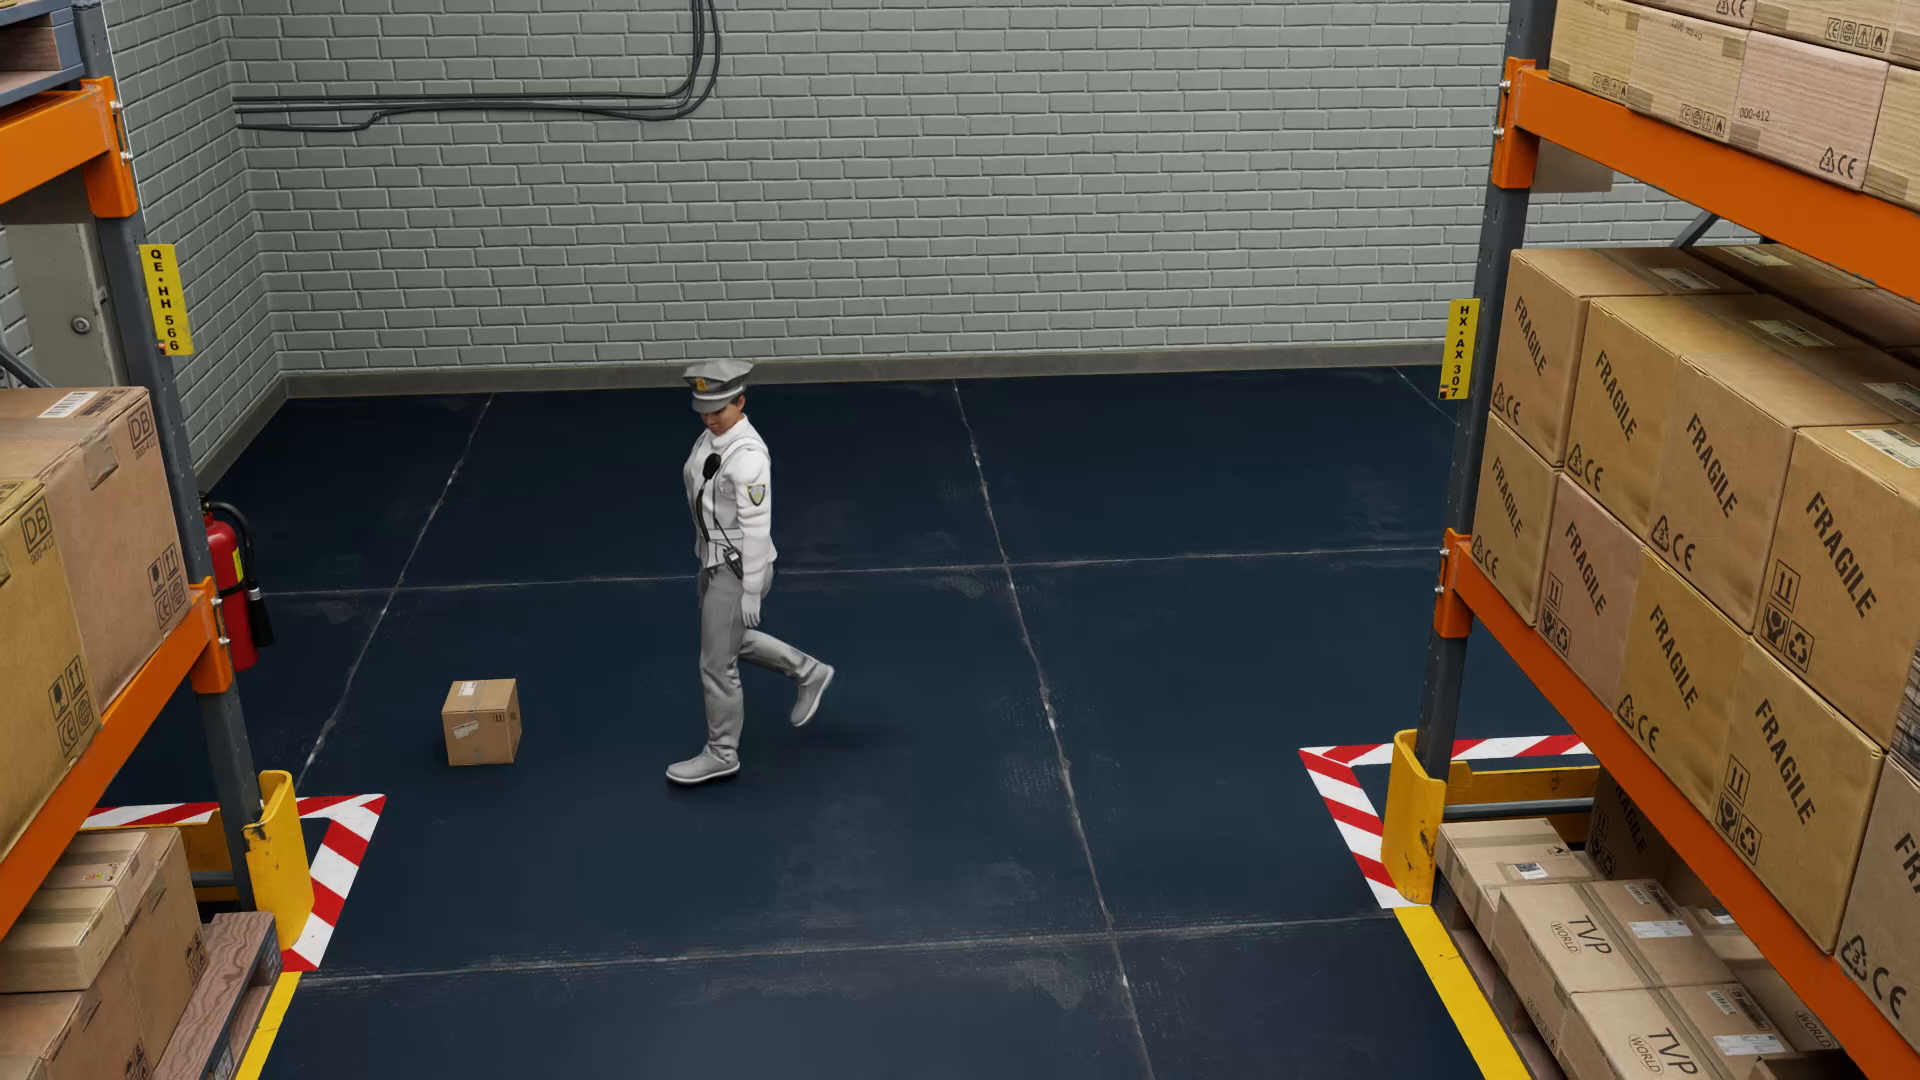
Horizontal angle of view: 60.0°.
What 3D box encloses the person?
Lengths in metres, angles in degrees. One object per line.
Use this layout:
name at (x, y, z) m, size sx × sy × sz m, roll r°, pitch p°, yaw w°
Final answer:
person at (-0.828, 0.102, 6.347) m, size 0.730 × 1.652 × 0.499 m, roll -8°, pitch 25°, yaw -18°
